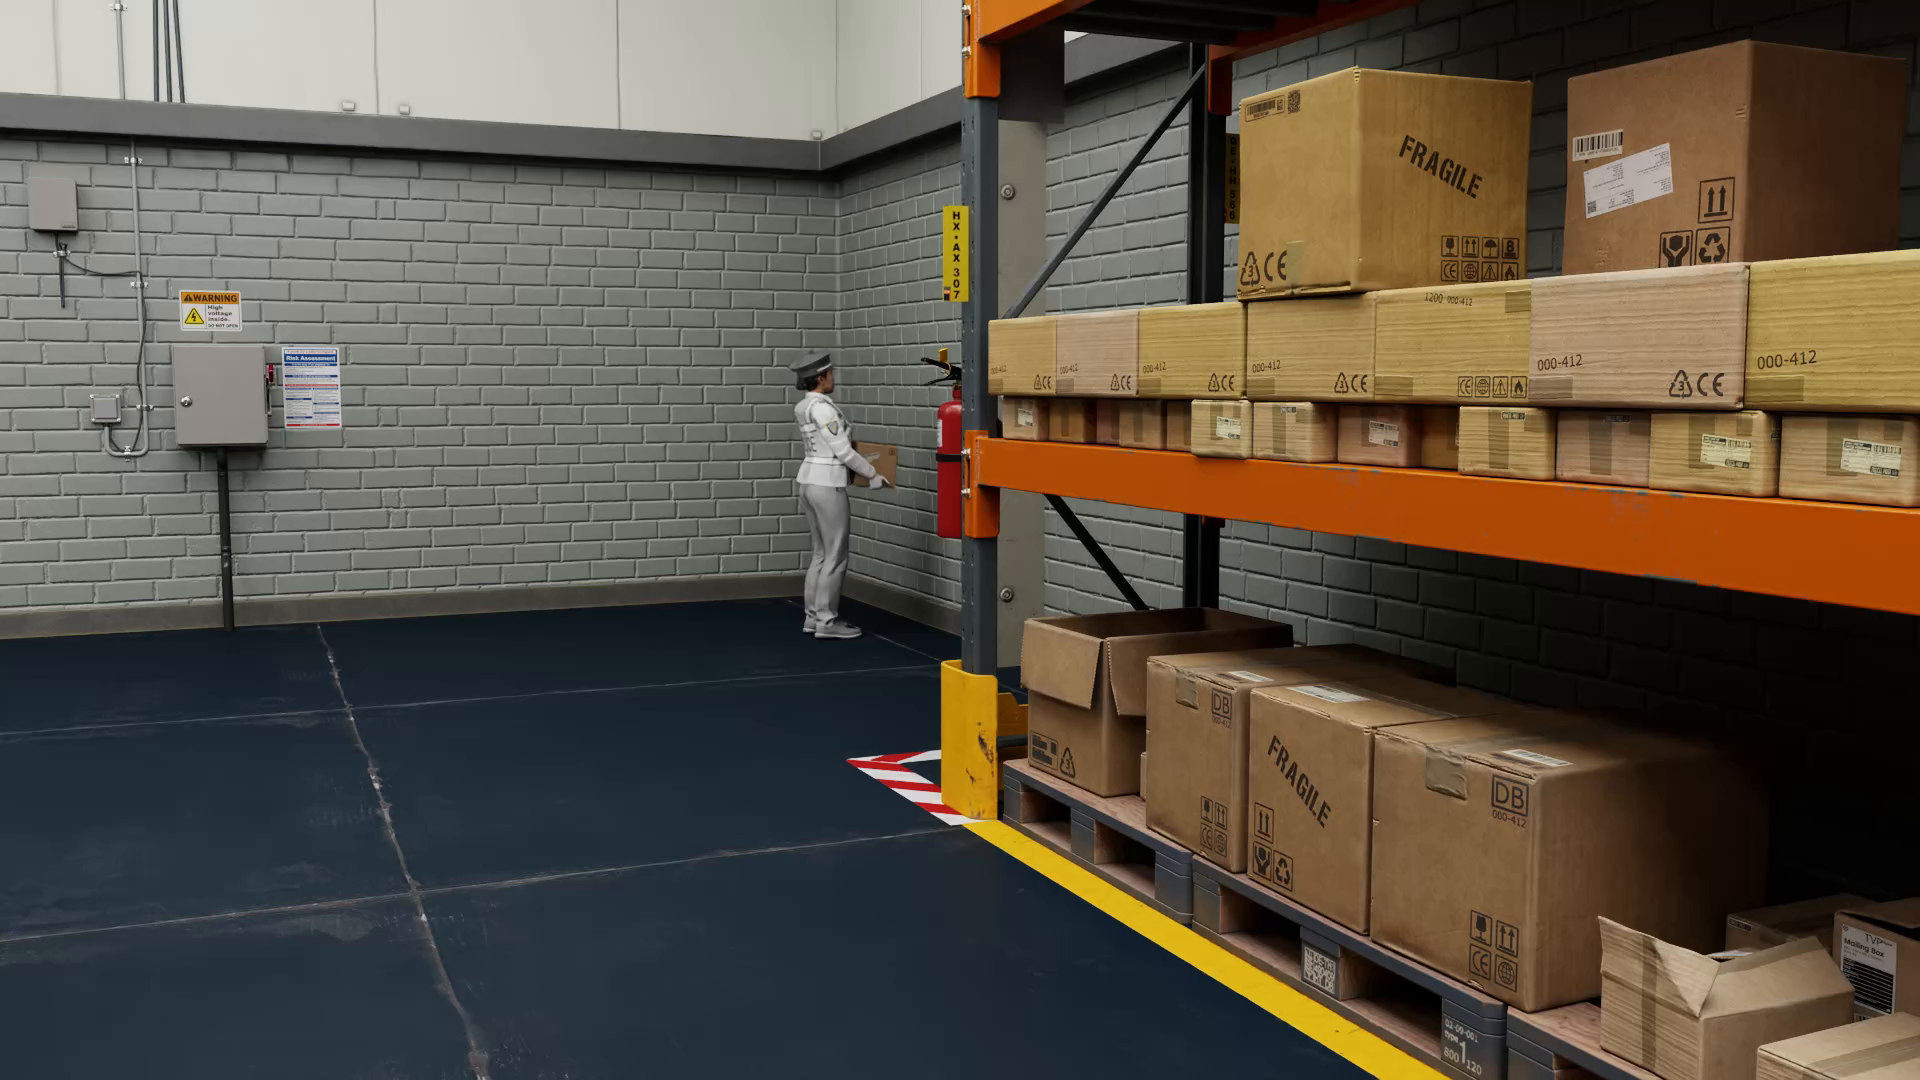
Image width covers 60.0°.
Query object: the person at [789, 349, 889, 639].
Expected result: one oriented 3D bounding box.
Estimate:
[{"bbox_3d":[-0.716,-0.275,9.750,0.547,1.687,0.459,-2,6,-22],"label":"person"}]
